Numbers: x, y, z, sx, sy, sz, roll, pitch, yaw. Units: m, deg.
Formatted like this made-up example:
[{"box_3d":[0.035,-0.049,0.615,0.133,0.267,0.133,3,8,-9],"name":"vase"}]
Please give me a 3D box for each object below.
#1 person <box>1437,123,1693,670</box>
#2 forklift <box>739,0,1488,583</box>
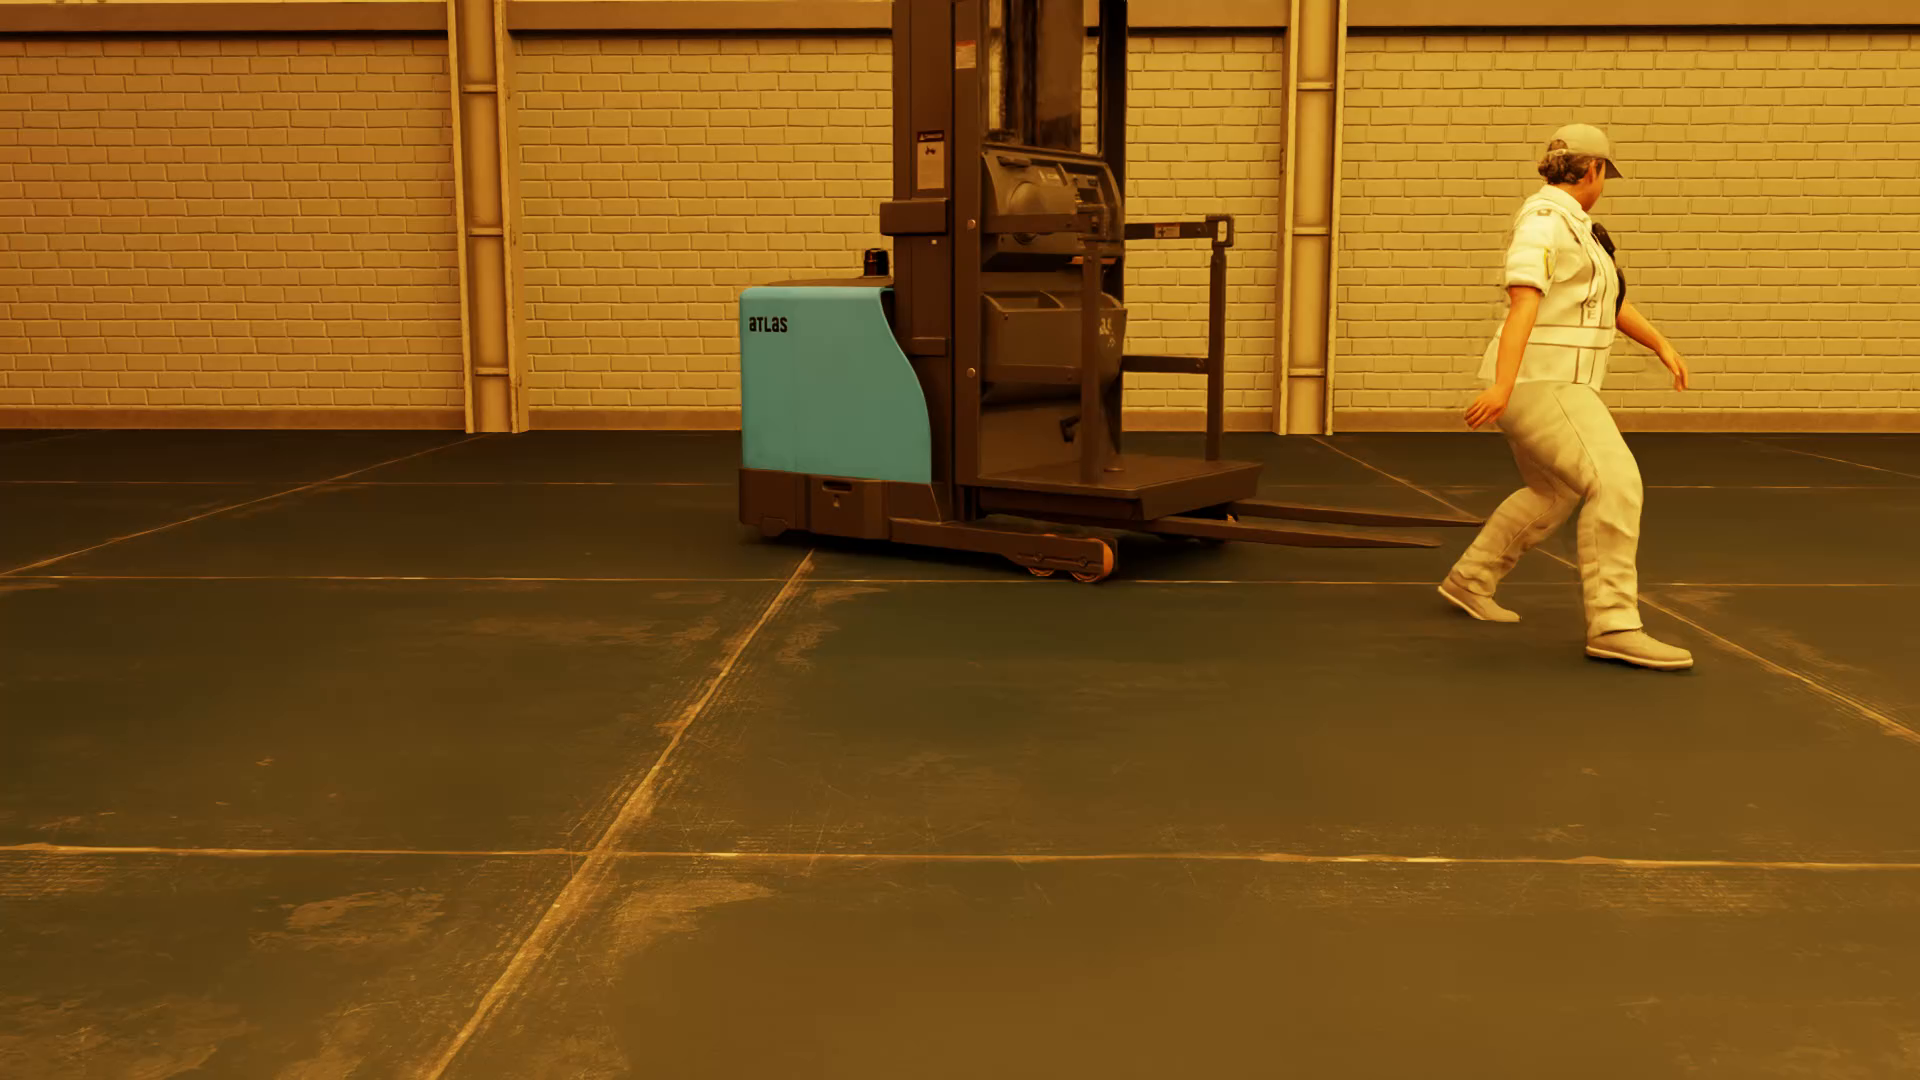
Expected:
[{"box_3d":[1.838,-0.458,5.034,0.783,1.585,0.743,4,9,23],"name":"person"},{"box_3d":[0.547,-1.382,6.470,3.031,2.935,1.130,6,11,35],"name":"forklift"}]
